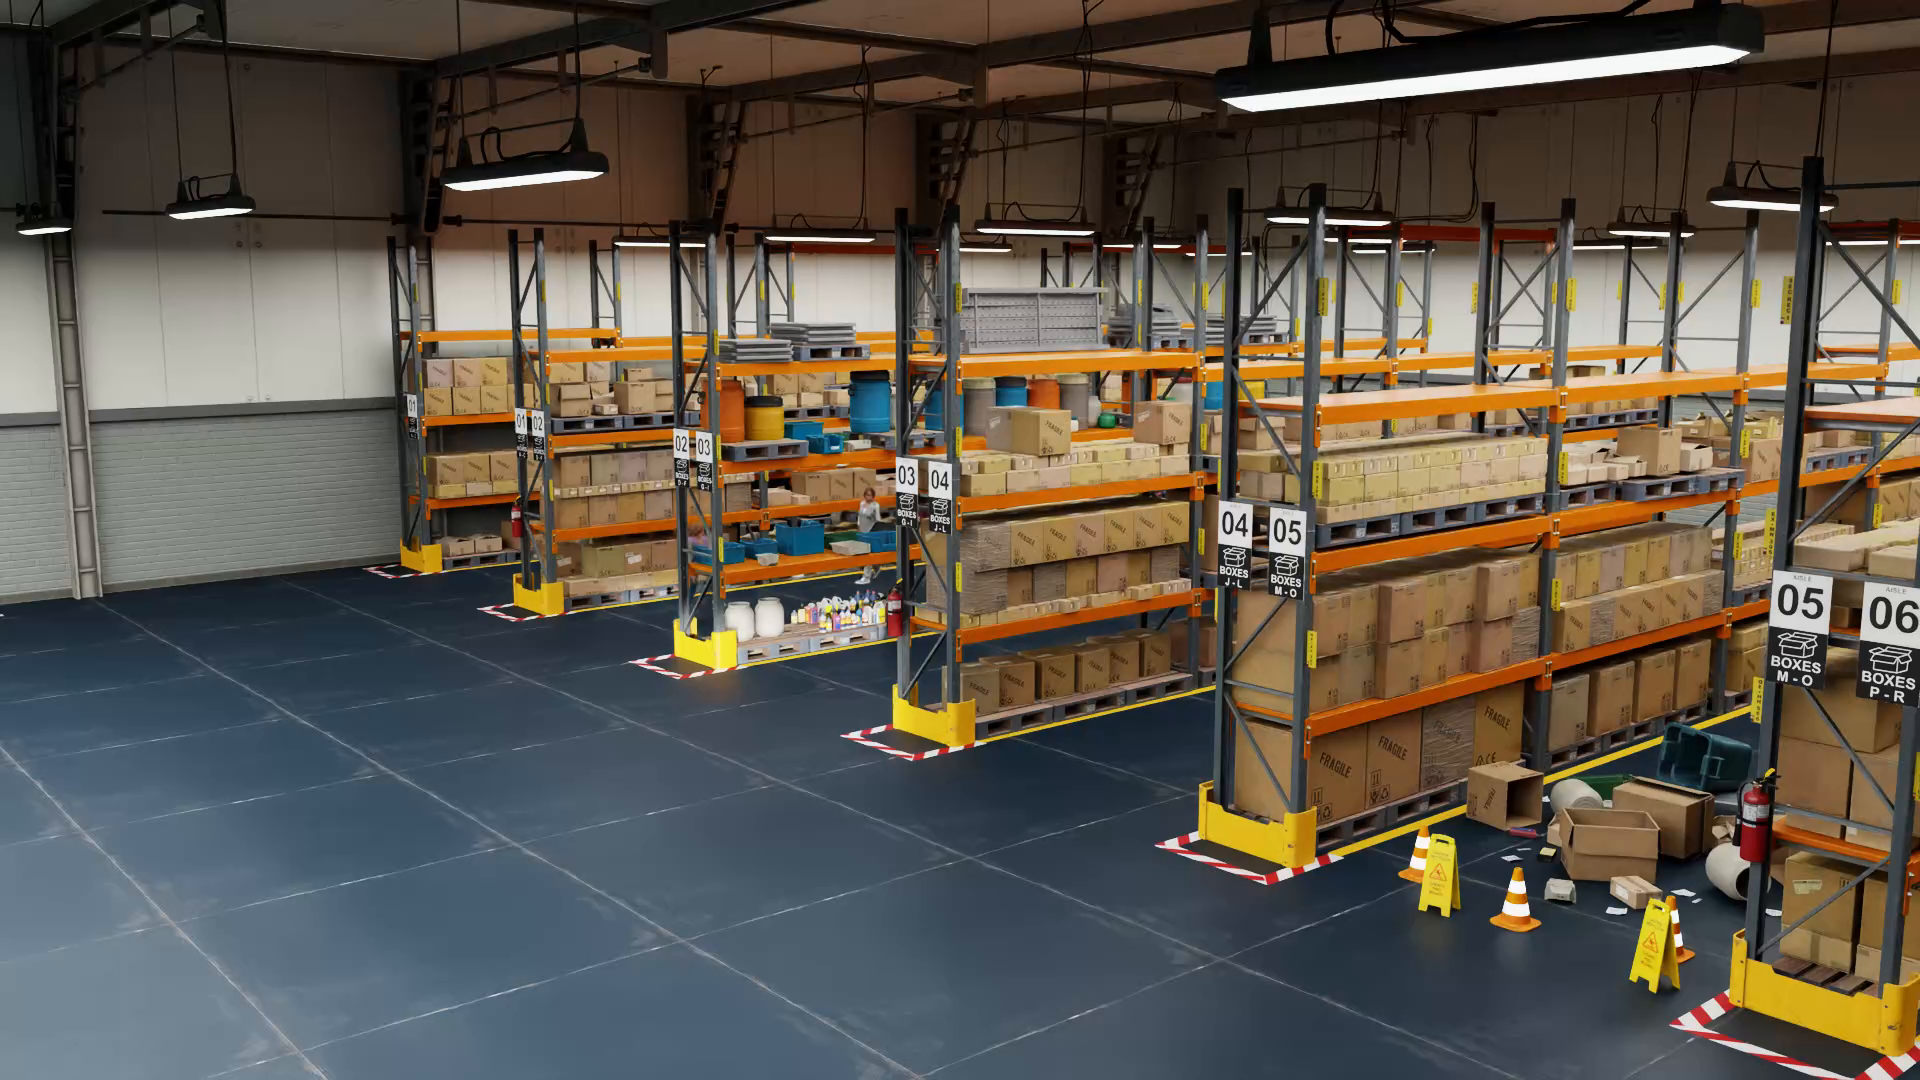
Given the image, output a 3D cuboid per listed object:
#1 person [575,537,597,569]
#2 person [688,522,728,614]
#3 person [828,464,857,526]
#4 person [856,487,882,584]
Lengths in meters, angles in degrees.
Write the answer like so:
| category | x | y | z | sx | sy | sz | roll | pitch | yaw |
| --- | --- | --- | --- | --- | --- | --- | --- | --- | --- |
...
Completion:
| category | x | y | z | sx | sy | sz | roll | pitch | yaw |
| --- | --- | --- | --- | --- | --- | --- | --- | --- | --- |
| person | -6.411 | -0.064 | 28.781 | 0.599 | 1.709 | 0.436 | -3 | 9 | -18 |
| person | -3.925 | 0.492 | 25.334 | 0.575 | 1.578 | 0.628 | -8 | 12 | -41 |
| person | -2.269 | -0.678 | 32.314 | 0.574 | 1.786 | 0.462 | -7 | 11 | -38 |
| person | -1.493 | -0.087 | 27.244 | 0.584 | 1.586 | 0.500 | -7 | 11 | -38 |
